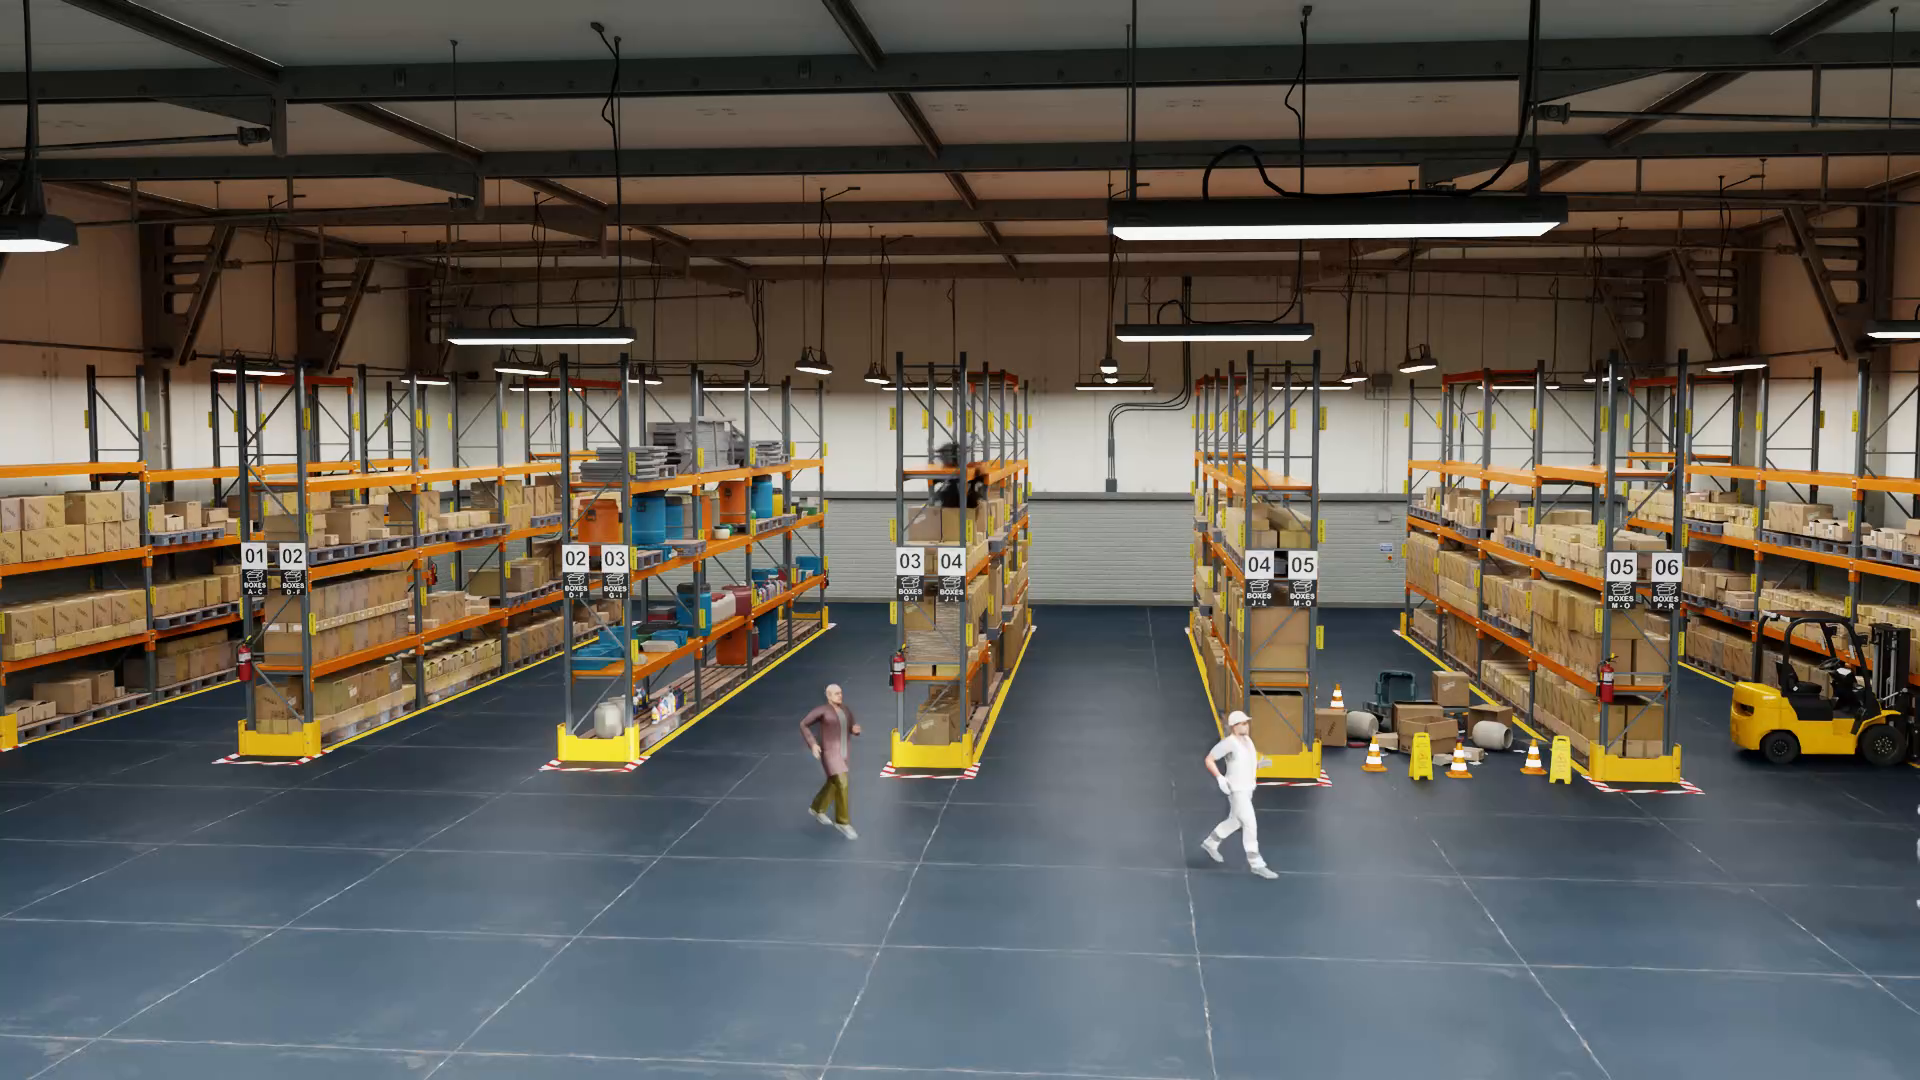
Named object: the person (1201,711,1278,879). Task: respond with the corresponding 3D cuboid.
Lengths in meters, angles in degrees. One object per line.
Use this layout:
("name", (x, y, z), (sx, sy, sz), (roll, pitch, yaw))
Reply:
("person", (3.087, 2.772, 18.362), (0.991, 1.781, 0.659), (3, 5, 36))

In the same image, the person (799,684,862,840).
("person", (-1.542, 2.666, 20.240), (0.903, 1.837, 0.681), (3, 5, 34))
